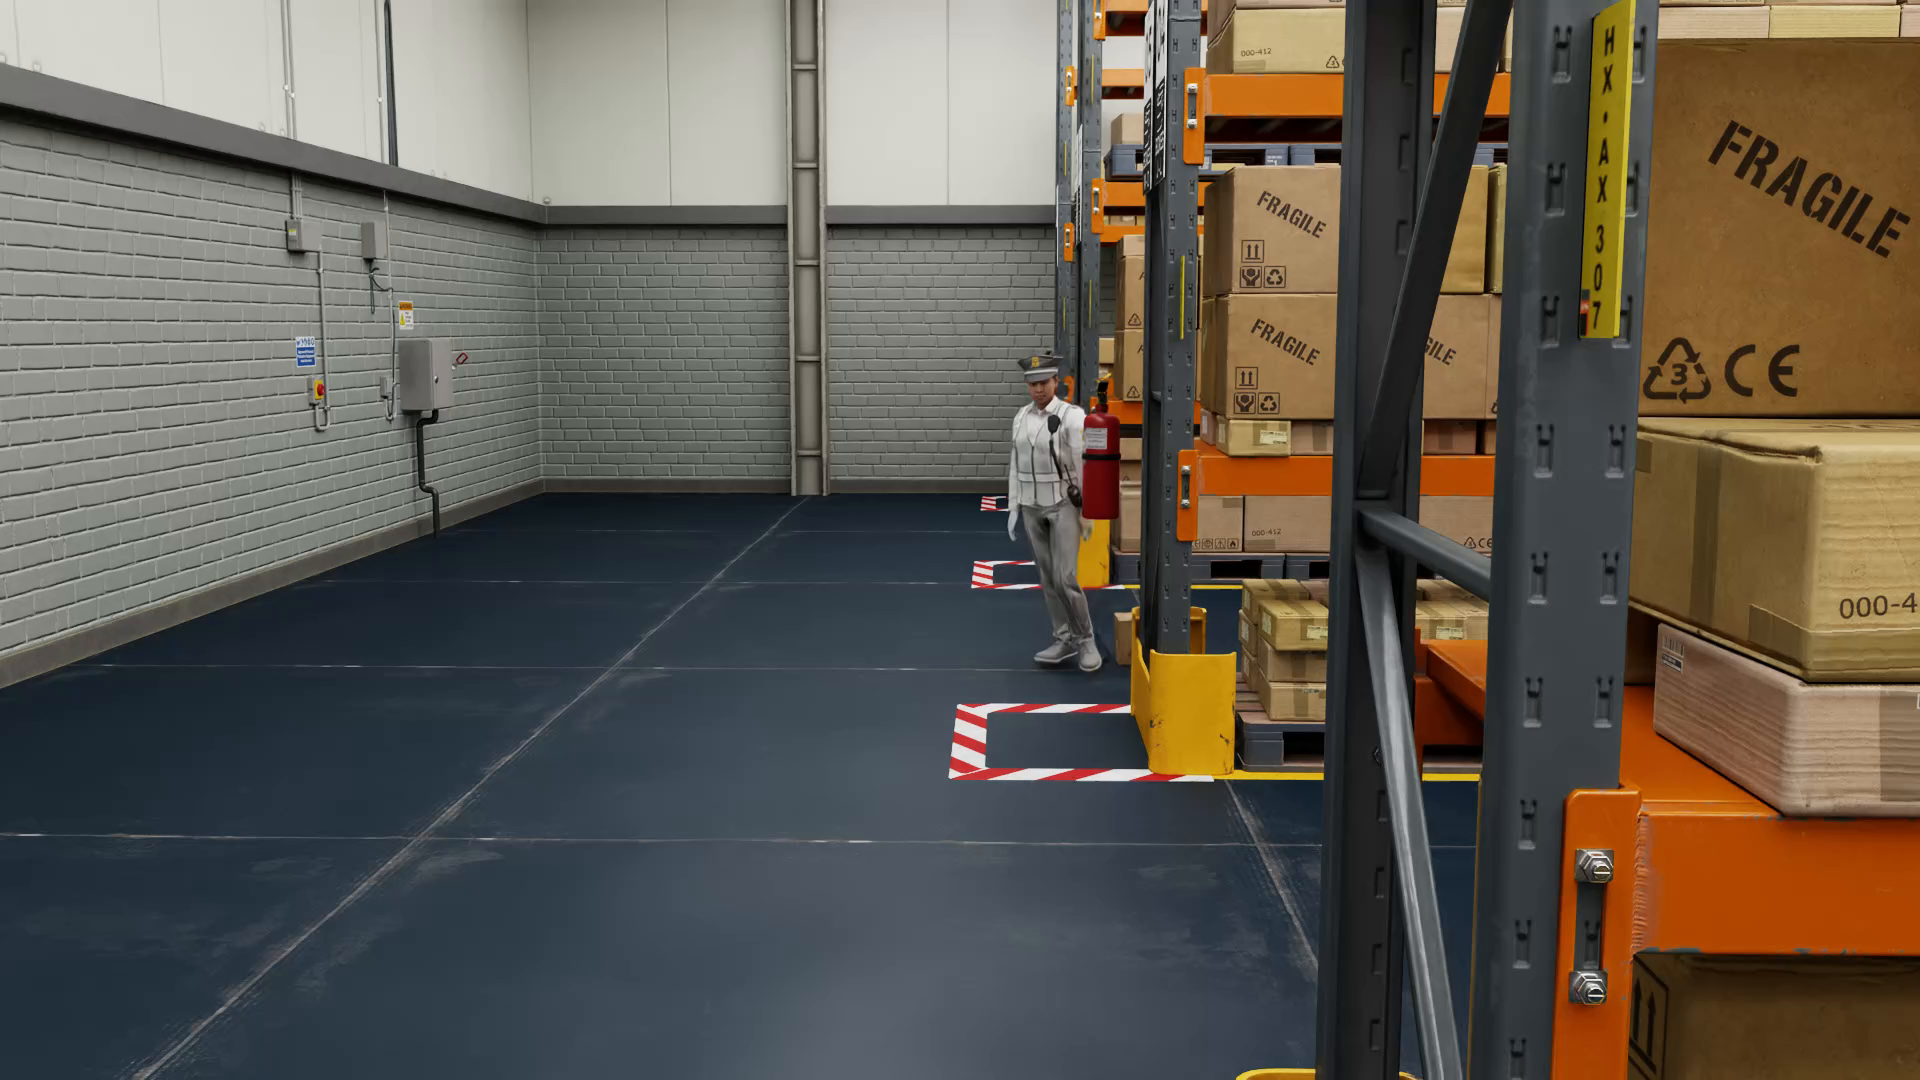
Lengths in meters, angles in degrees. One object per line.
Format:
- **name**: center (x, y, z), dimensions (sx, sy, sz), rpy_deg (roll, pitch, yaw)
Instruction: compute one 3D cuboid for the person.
- **person**: center (0.512, -0.151, 8.811), dimensions (0.549, 1.659, 0.418), rpy_deg (6, 9, 39)
